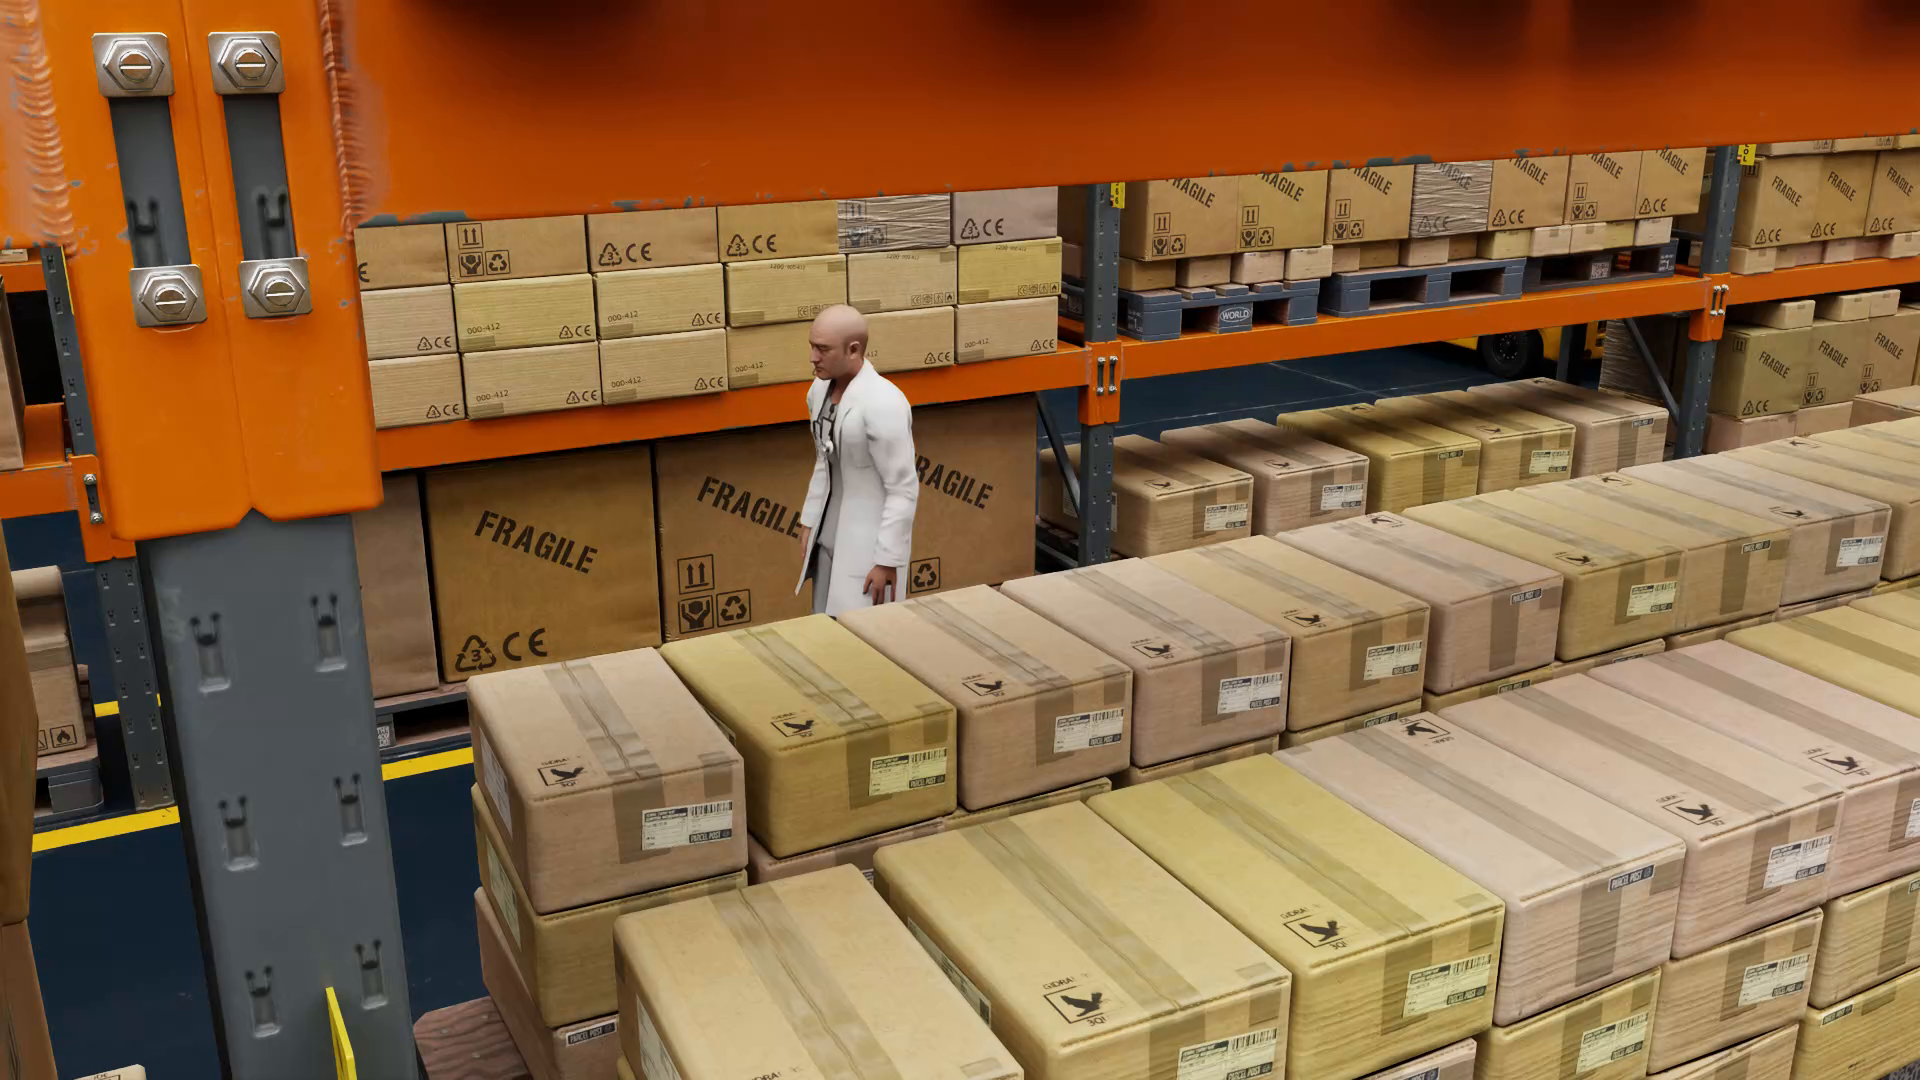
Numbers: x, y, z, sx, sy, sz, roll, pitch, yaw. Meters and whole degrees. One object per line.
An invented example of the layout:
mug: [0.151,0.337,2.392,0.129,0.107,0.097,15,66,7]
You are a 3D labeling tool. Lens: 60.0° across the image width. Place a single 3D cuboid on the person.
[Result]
person: [-0.387,0.026,6.006,0.429,1.772,0.649,-11,21,-30]
